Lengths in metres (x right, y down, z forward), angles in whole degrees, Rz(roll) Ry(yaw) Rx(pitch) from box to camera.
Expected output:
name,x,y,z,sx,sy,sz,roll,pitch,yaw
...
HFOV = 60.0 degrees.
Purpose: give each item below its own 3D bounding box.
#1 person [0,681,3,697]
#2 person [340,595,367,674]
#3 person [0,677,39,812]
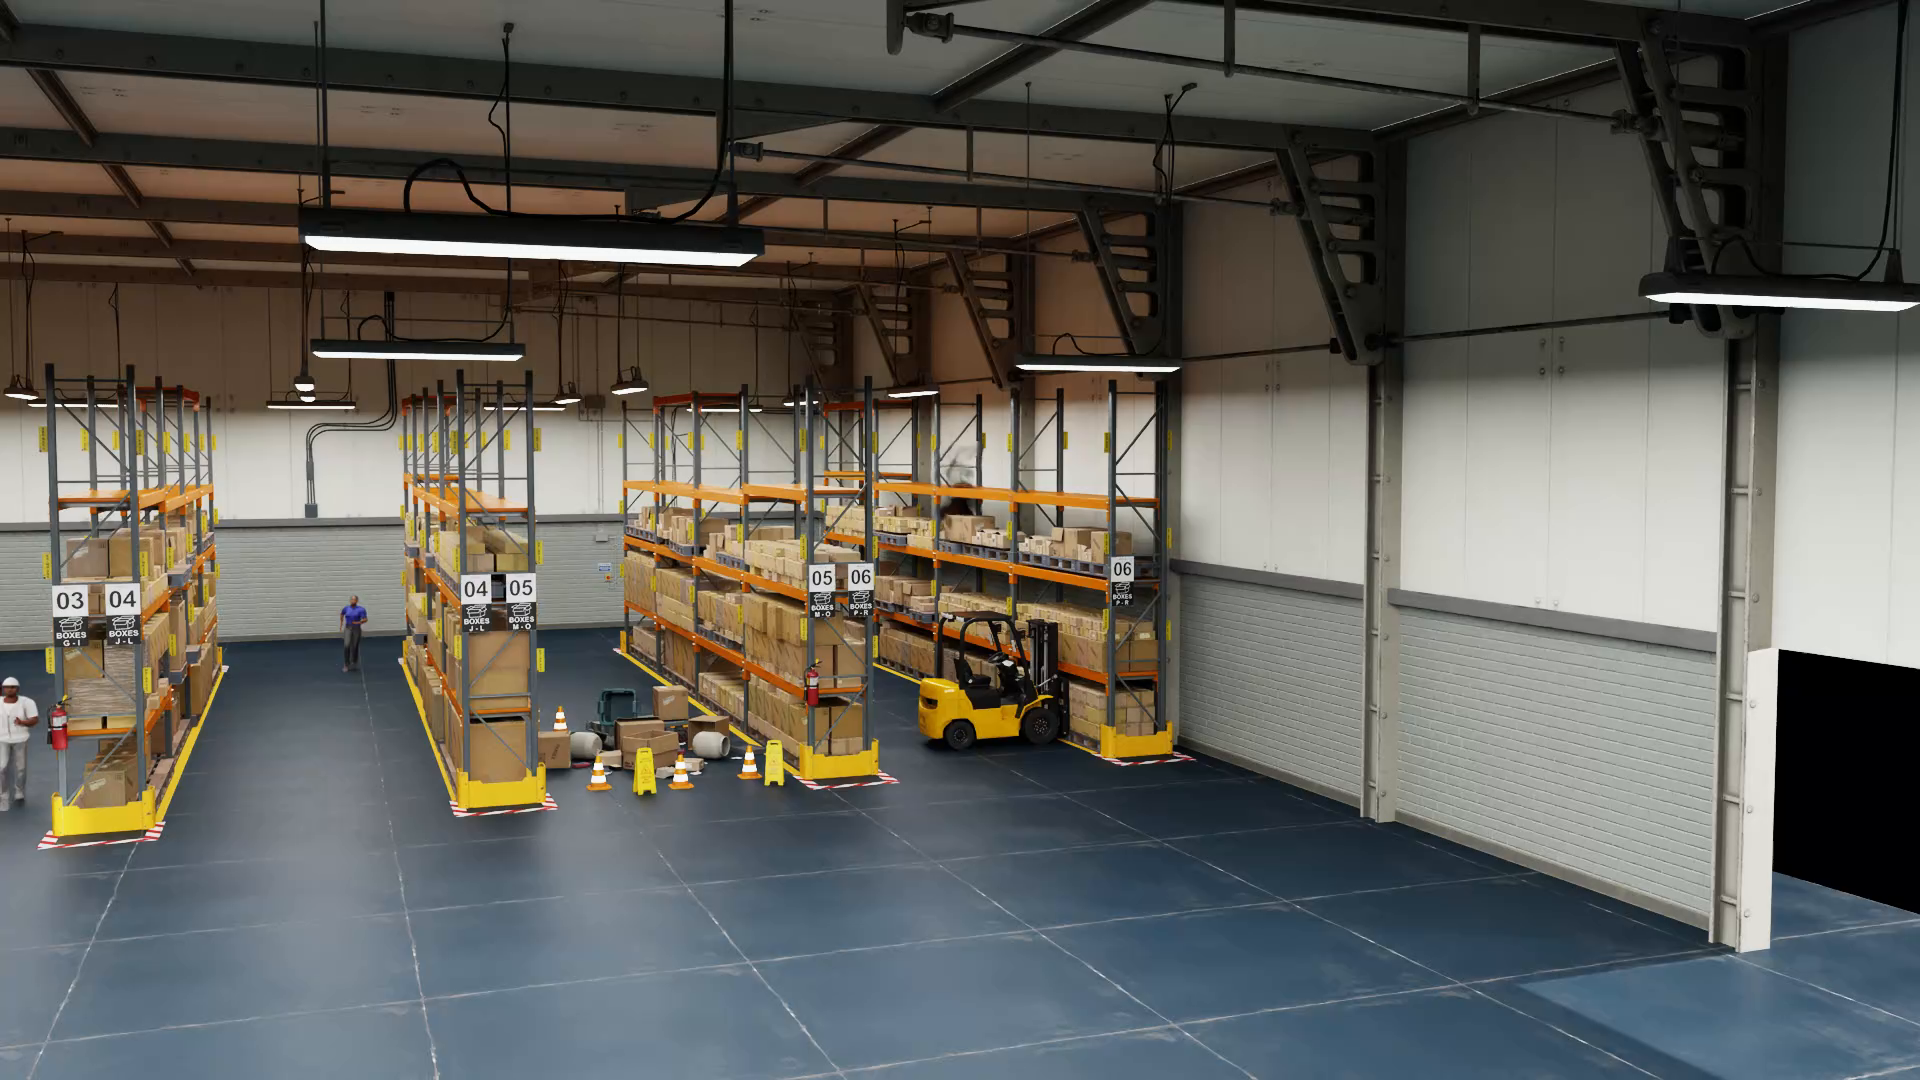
name,x,y,z,sx,sy,sz,roll,pitch,yaw
person,-14.884,2.644,25.235,0.681,1.754,0.948,-2,4,-36
person,-13.308,2.044,36.503,0.582,1.696,0.795,-1,3,-16
person,-13.007,2.789,22.802,0.672,1.831,0.770,-2,4,-28
